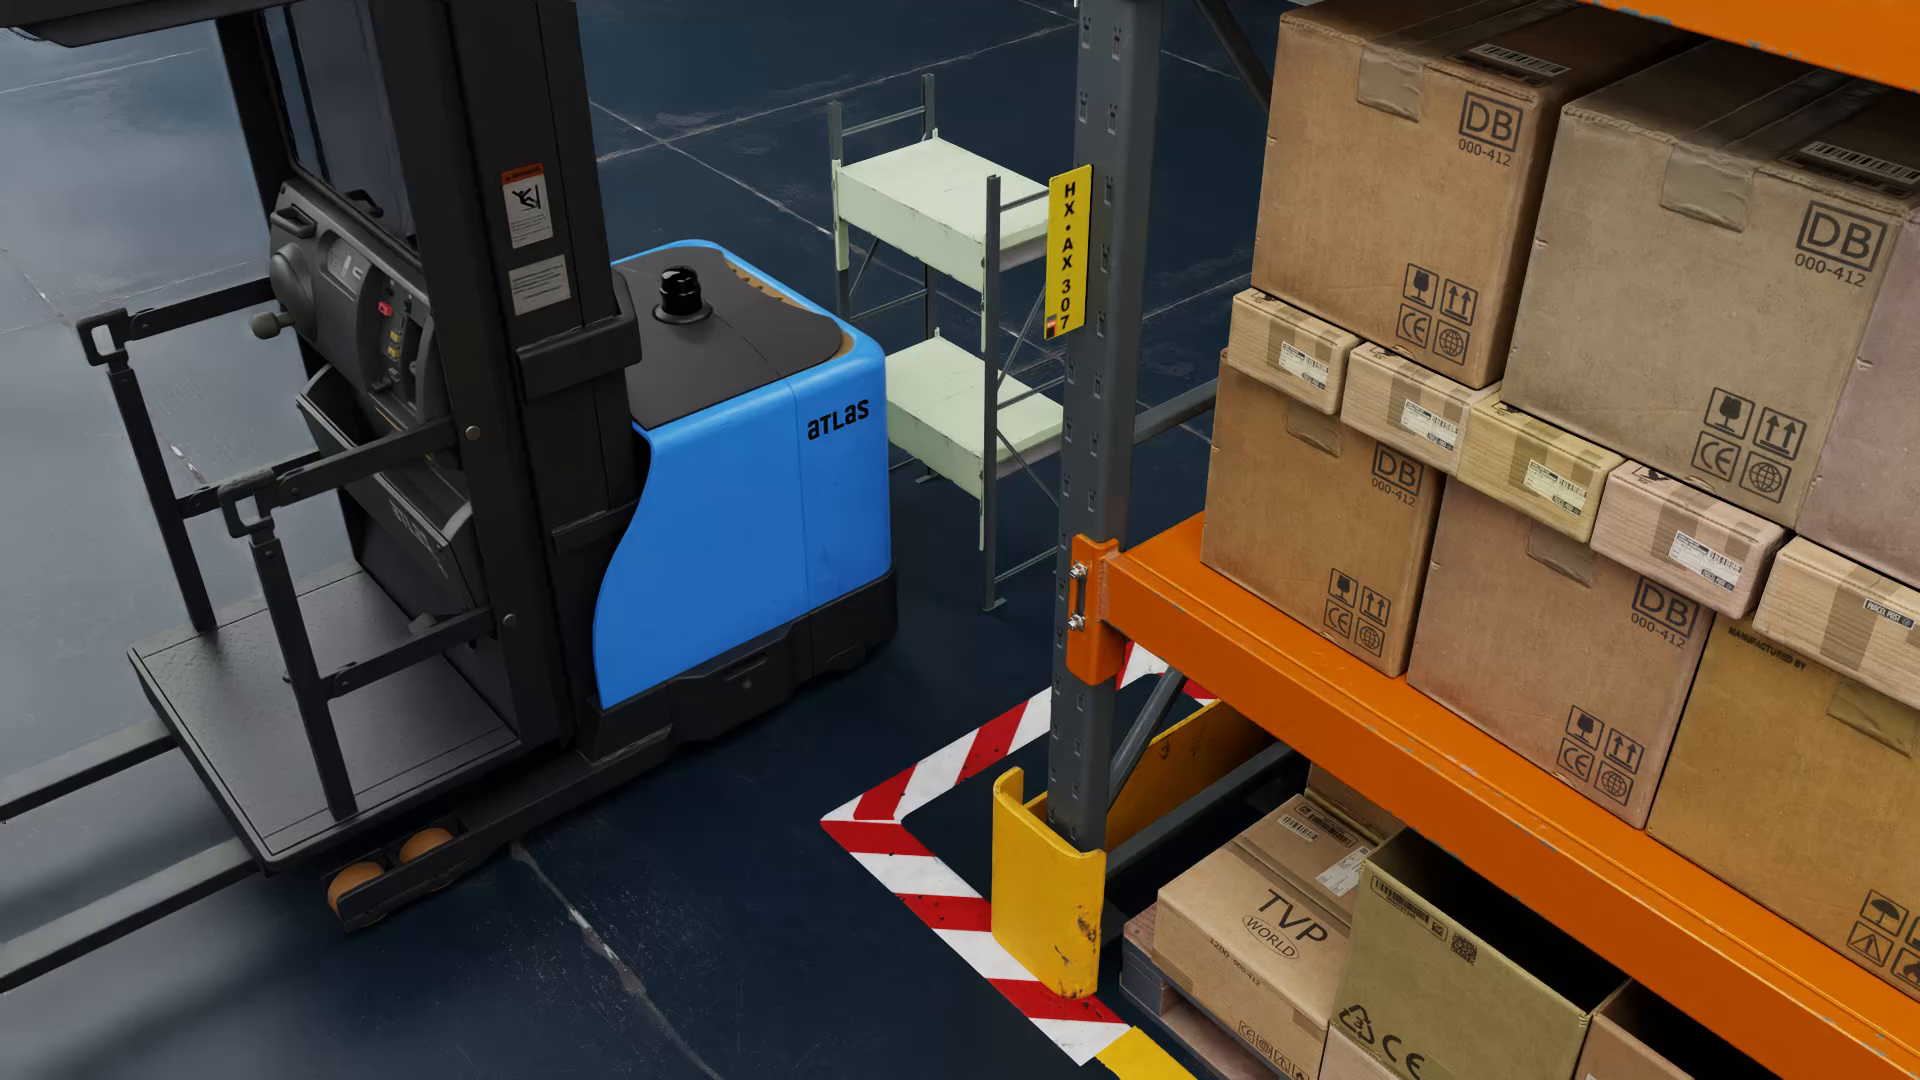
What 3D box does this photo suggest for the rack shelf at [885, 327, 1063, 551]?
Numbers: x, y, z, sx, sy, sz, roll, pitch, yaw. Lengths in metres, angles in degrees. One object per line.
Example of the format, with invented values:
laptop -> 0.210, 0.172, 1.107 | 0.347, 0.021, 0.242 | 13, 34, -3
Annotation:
rack shelf -> -0.004, -0.349, 5.509 | 0.431, 0.370, 0.720 | -26, 43, -32

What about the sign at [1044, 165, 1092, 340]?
sign -> 0.199, -0.530, 3.085 | 0.100, 0.325, 0.005 | -26, 43, -32

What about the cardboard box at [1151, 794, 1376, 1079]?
cardboard box -> 0.803, 0.922, 3.869 | 0.500, 0.250, 0.500 | -26, 43, -32

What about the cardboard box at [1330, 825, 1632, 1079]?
cardboard box -> 1.127, 0.836, 3.342 | 0.500, 0.500, 0.500 | -26, 43, -32

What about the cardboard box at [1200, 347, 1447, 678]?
cardboard box -> 0.919, -0.179, 3.320 | 0.700, 0.500, 0.500 | -26, 43, -32

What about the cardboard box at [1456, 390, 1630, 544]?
cardboard box -> 1.048, -0.174, 2.753 | 0.380, 0.149, 0.250 | -26, 43, -32

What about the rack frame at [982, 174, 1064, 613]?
rack frame -> 0.232, -0.453, 5.093 | 0.400, 1.500, 0.023 | -26, 43, -32

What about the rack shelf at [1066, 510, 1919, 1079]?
rack shelf -> 1.918, 0.828, 2.608 | 1.077, 0.370, 4.000 | -26, 43, -32

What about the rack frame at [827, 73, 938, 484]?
rack frame -> -0.241, -0.777, 5.549 | 0.400, 1.500, 0.023 | -26, 43, -32

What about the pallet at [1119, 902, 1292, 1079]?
pallet -> 1.153, 1.111, 3.998 | 1.003, 0.211, 1.213 | -26, 43, -32

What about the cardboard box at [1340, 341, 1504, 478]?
cardboard box -> 0.888, -0.285, 2.910 | 0.380, 0.149, 0.250 | -27, 43, -33

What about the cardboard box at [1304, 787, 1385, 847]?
cardboard box -> 1.199, 0.729, 4.142 | 0.500, 0.250, 0.500 | -26, 43, -32

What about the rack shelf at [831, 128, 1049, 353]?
rack shelf -> -0.004, -0.933, 5.095 | 0.431, 0.370, 0.720 | -26, 43, -32

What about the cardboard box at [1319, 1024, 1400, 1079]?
cardboard box -> 1.129, 1.141, 3.559 | 0.500, 0.250, 0.500 | -26, 43, -32

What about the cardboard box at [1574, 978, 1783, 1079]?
cardboard box -> 1.460, 1.052, 3.037 | 0.500, 0.500, 0.500 | -26, 43, -32

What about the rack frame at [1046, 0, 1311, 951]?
rack frame -> 0.627, -0.349, 3.647 | 1.000, 3.000, 0.127 | -26, 43, -32

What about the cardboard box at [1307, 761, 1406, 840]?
cardboard box -> 1.201, 0.422, 3.926 | 0.500, 0.500, 0.500 | -26, 43, -32

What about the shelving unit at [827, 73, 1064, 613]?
shelving unit -> -0.004, -0.615, 5.321 | 0.431, 1.500, 0.755 | -26, 43, -32

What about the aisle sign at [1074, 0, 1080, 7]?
aisle sign -> 0.351, -1.324, 2.775 | 0.394, 0.787, 0.004 | -26, 43, -32

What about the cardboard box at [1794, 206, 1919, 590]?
cardboard box -> 1.622, -0.232, 2.274 | 0.700, 0.500, 0.500 | -26, 43, -32

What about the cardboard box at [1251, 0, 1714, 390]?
cardboard box -> 0.953, -0.685, 2.912 | 0.700, 0.500, 0.500 | -26, 43, -32

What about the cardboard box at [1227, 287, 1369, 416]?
cardboard box -> 0.716, -0.401, 3.073 | 0.380, 0.149, 0.250 | -26, 43, -32

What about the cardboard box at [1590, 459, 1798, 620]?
cardboard box -> 1.209, -0.062, 2.595 | 0.380, 0.149, 0.250 | -27, 43, -32

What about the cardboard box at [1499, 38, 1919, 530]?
cardboard box -> 1.296, -0.455, 2.587 | 0.700, 0.500, 0.500 | -27, 43, -33

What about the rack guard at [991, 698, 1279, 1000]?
rack guard -> 0.612, 0.661, 4.384 | 1.175, 0.500, 0.348 | -26, 43, -32

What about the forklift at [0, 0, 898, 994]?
forklift -> -1.652, -0.536, 3.971 | 3.031, 2.935, 1.130 | -26, 43, -31

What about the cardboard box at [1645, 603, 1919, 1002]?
cardboard box -> 1.577, 0.273, 2.683 | 0.700, 0.500, 0.500 | -26, 43, -31

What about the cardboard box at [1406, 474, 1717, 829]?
cardboard box -> 1.261, 0.051, 2.996 | 0.700, 0.500, 0.500 | -25, 42, -31

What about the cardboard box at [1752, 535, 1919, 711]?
cardboard box -> 1.383, 0.054, 2.430 | 0.380, 0.149, 0.250 | -28, 44, -33
